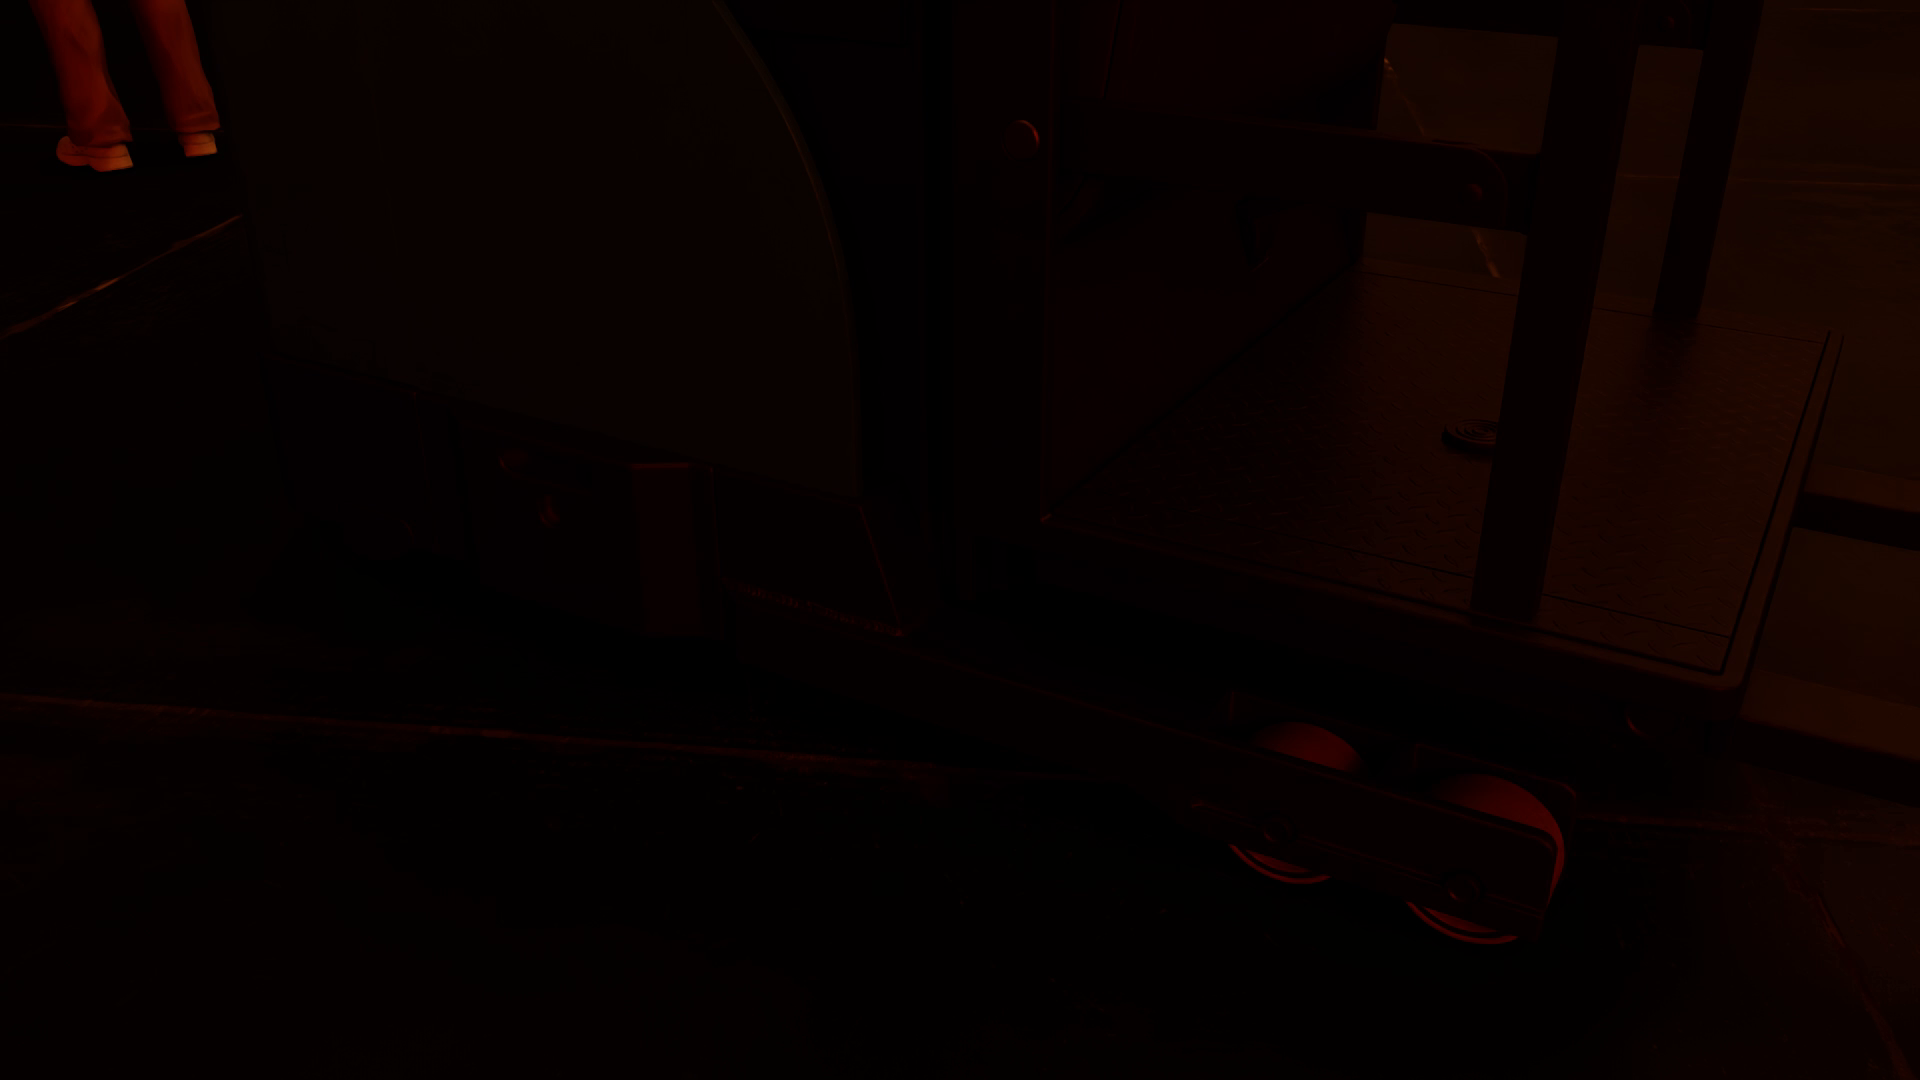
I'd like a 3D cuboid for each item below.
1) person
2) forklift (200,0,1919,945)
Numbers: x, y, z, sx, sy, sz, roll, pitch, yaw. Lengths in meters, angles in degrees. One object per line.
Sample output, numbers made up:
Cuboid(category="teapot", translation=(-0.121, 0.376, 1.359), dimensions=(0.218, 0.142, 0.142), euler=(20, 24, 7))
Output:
Cuboid(category="person", translation=(-2.278, -1.801, 4.238), dimensions=(0.499, 1.672, 0.363), euler=(-24, 35, -39))
Cuboid(category="forklift", translation=(0.529, -1.176, 1.574), dimensions=(3.031, 2.935, 1.130), euler=(14, 30, 26))
